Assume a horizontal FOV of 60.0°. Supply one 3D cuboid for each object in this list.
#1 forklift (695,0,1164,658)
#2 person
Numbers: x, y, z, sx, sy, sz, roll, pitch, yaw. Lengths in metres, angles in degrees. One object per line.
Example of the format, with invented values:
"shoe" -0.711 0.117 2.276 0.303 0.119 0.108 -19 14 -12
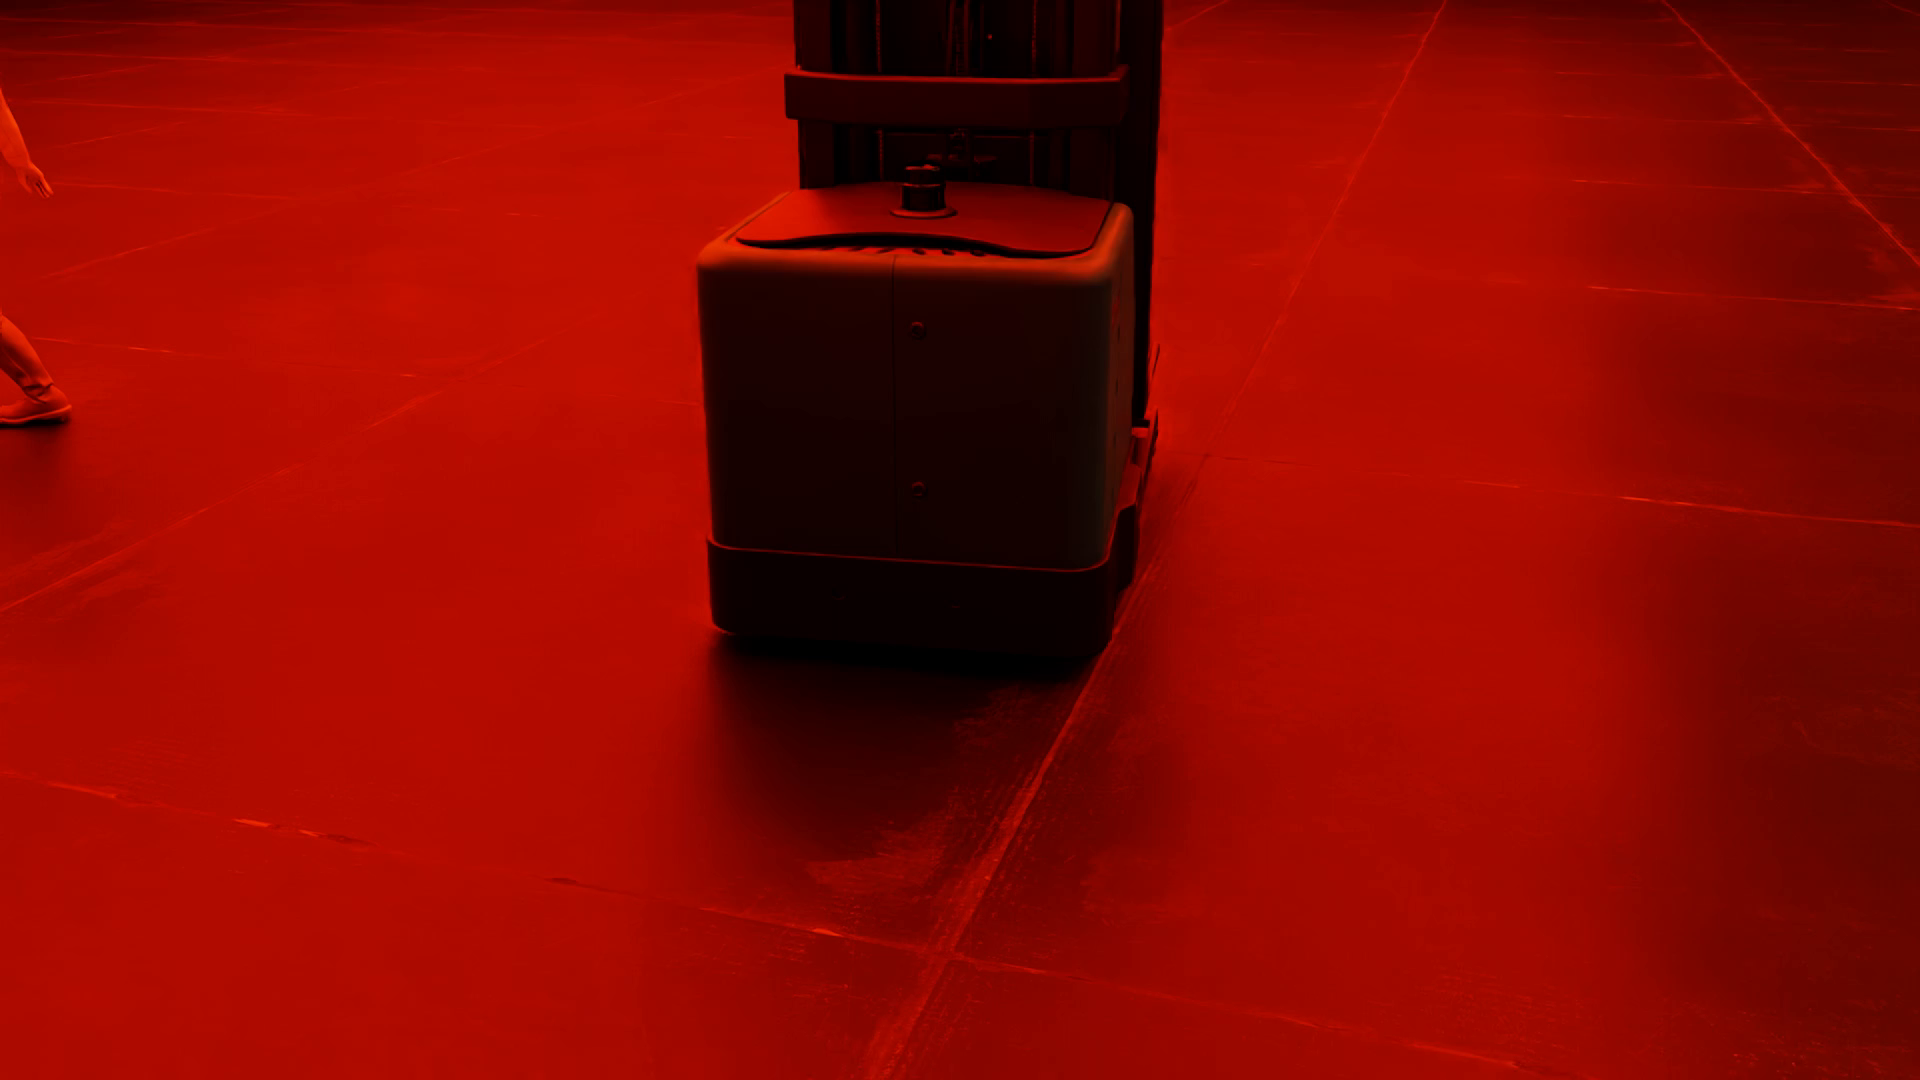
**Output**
"forklift" 0.093 -1.586 5.121 1.130 2.935 3.031 4 23 9
"person" -3.675 -1.221 5.960 0.718 1.650 0.893 -2 23 -6
